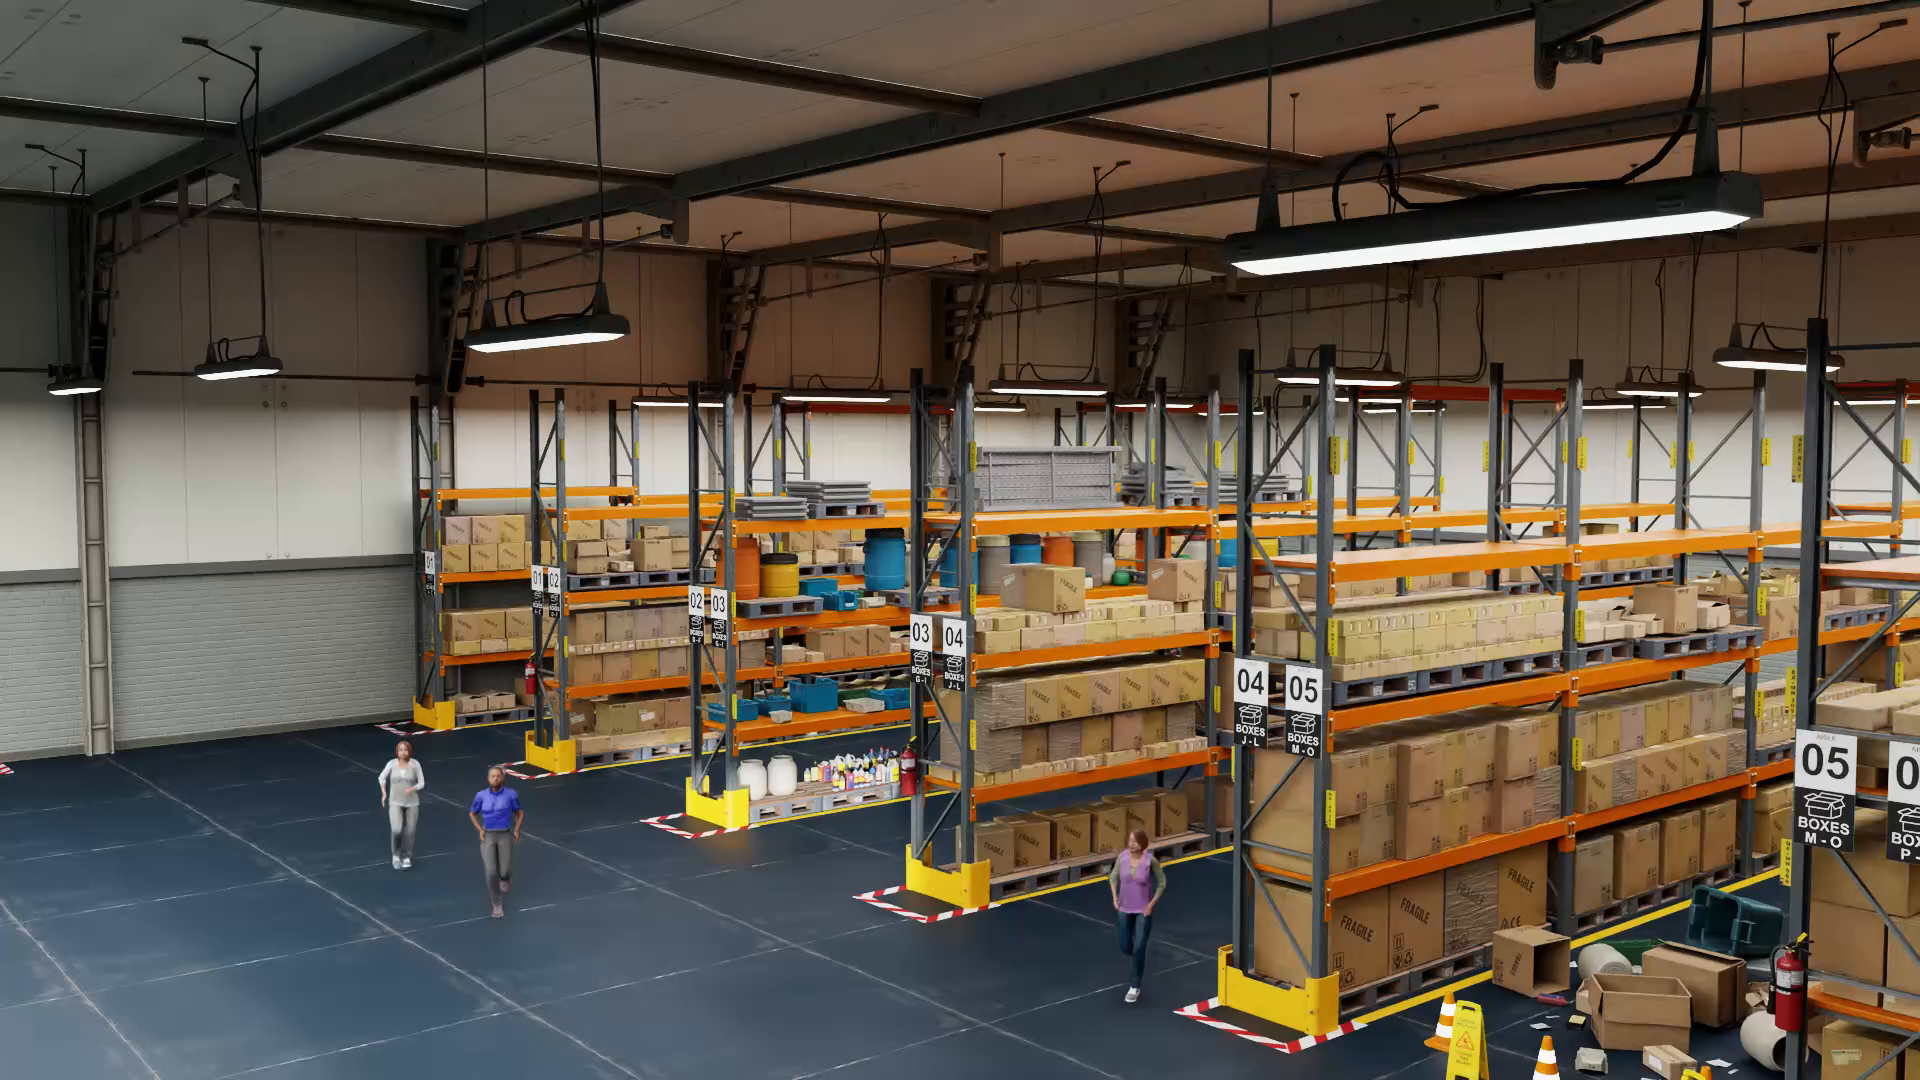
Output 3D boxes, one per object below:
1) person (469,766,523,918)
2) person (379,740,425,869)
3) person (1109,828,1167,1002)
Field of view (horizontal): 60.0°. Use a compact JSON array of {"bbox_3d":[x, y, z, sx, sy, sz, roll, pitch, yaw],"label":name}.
[{"bbox_3d":[-5.103,3.290,18.315,0.575,1.622,0.608,-1,3,-14],"label":"person"},{"bbox_3d":[-6.685,3.198,19.945,0.513,1.542,0.621,-1,4,-21],"label":"person"},{"bbox_3d":[1.666,3.471,15.590,0.552,1.591,0.615,1,4,22],"label":"person"}]
